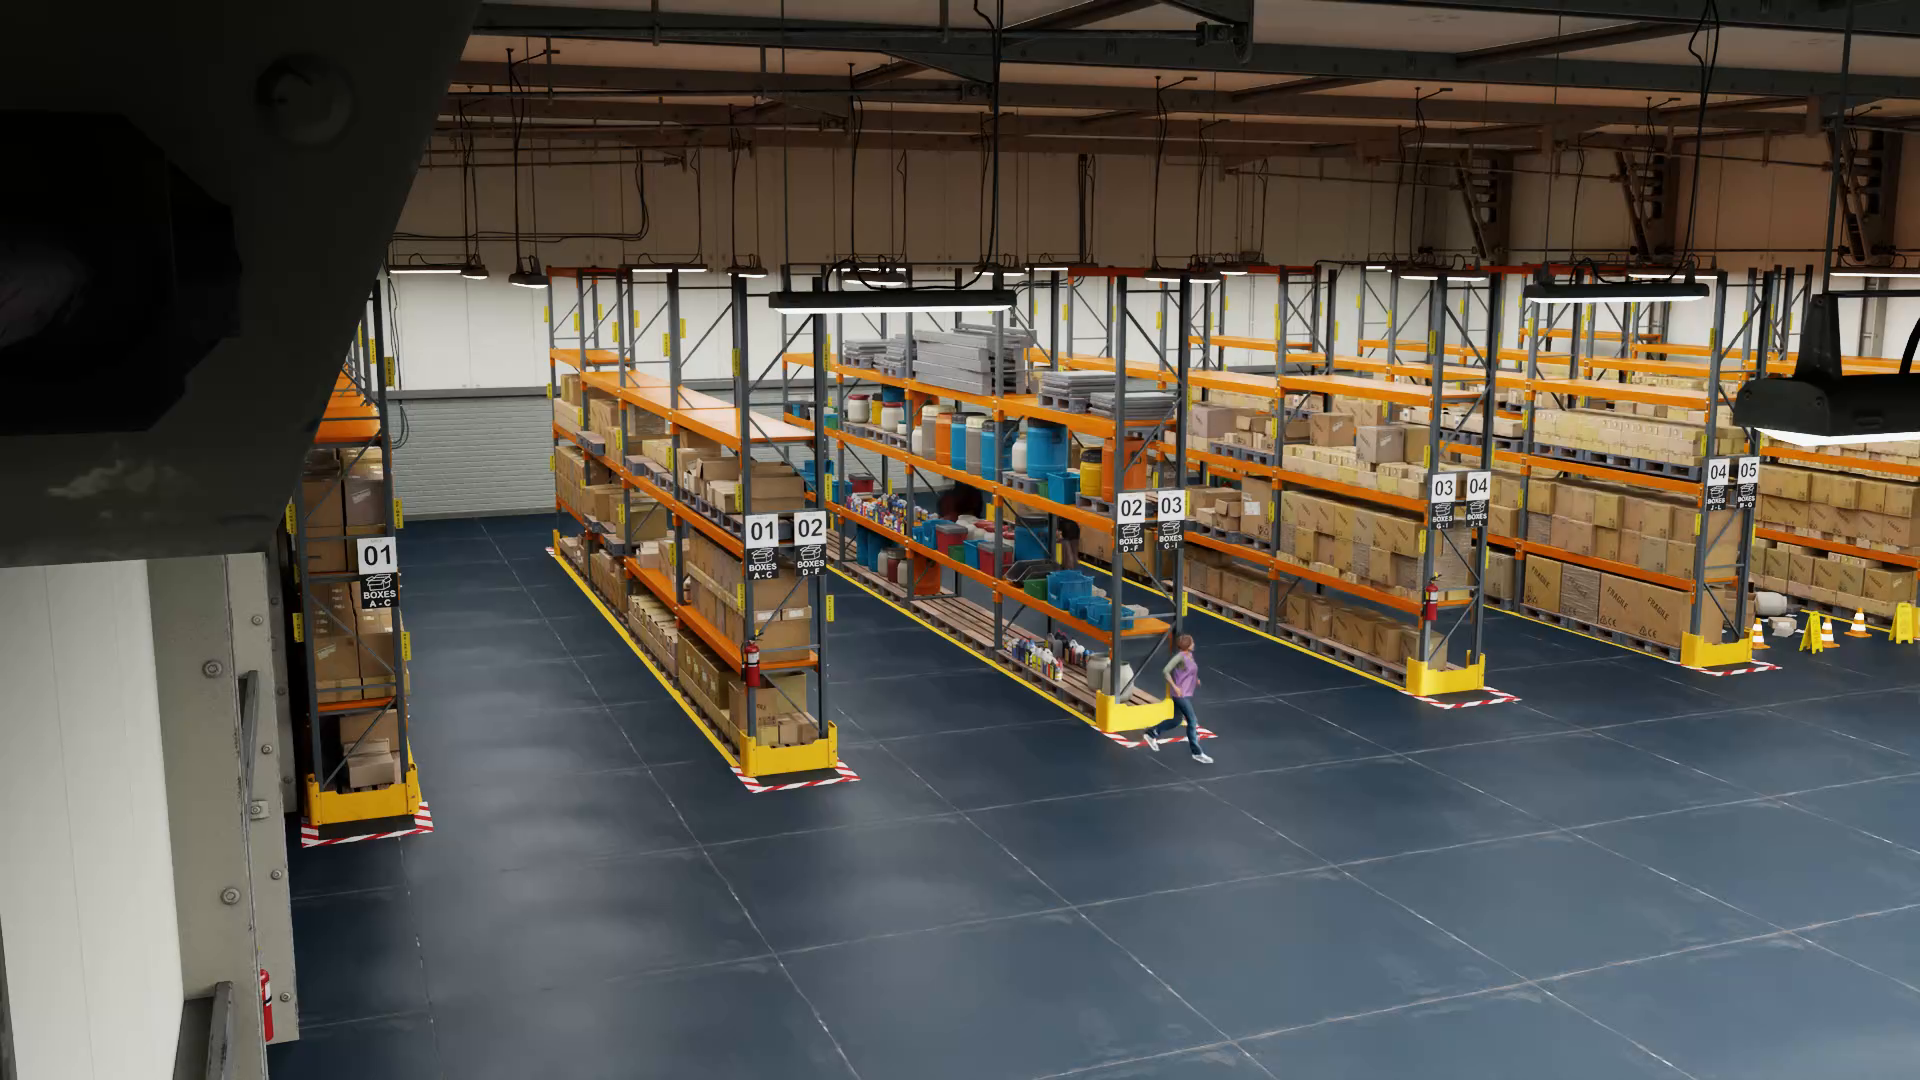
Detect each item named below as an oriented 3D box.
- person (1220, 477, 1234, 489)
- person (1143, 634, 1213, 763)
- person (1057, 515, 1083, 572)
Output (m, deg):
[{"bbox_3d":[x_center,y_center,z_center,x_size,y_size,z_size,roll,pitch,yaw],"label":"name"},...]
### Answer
[{"bbox_3d":[6.786,-1.935,42.593,0.793,1.847,0.633,-6,12,-33],"label":"person"},{"bbox_3d":[2.767,1.955,20.850,0.918,1.579,0.577,3,10,19],"label":"person"},{"bbox_3d":[1.952,0.011,30.028,0.670,1.722,0.796,-6,12,-32],"label":"person"}]
